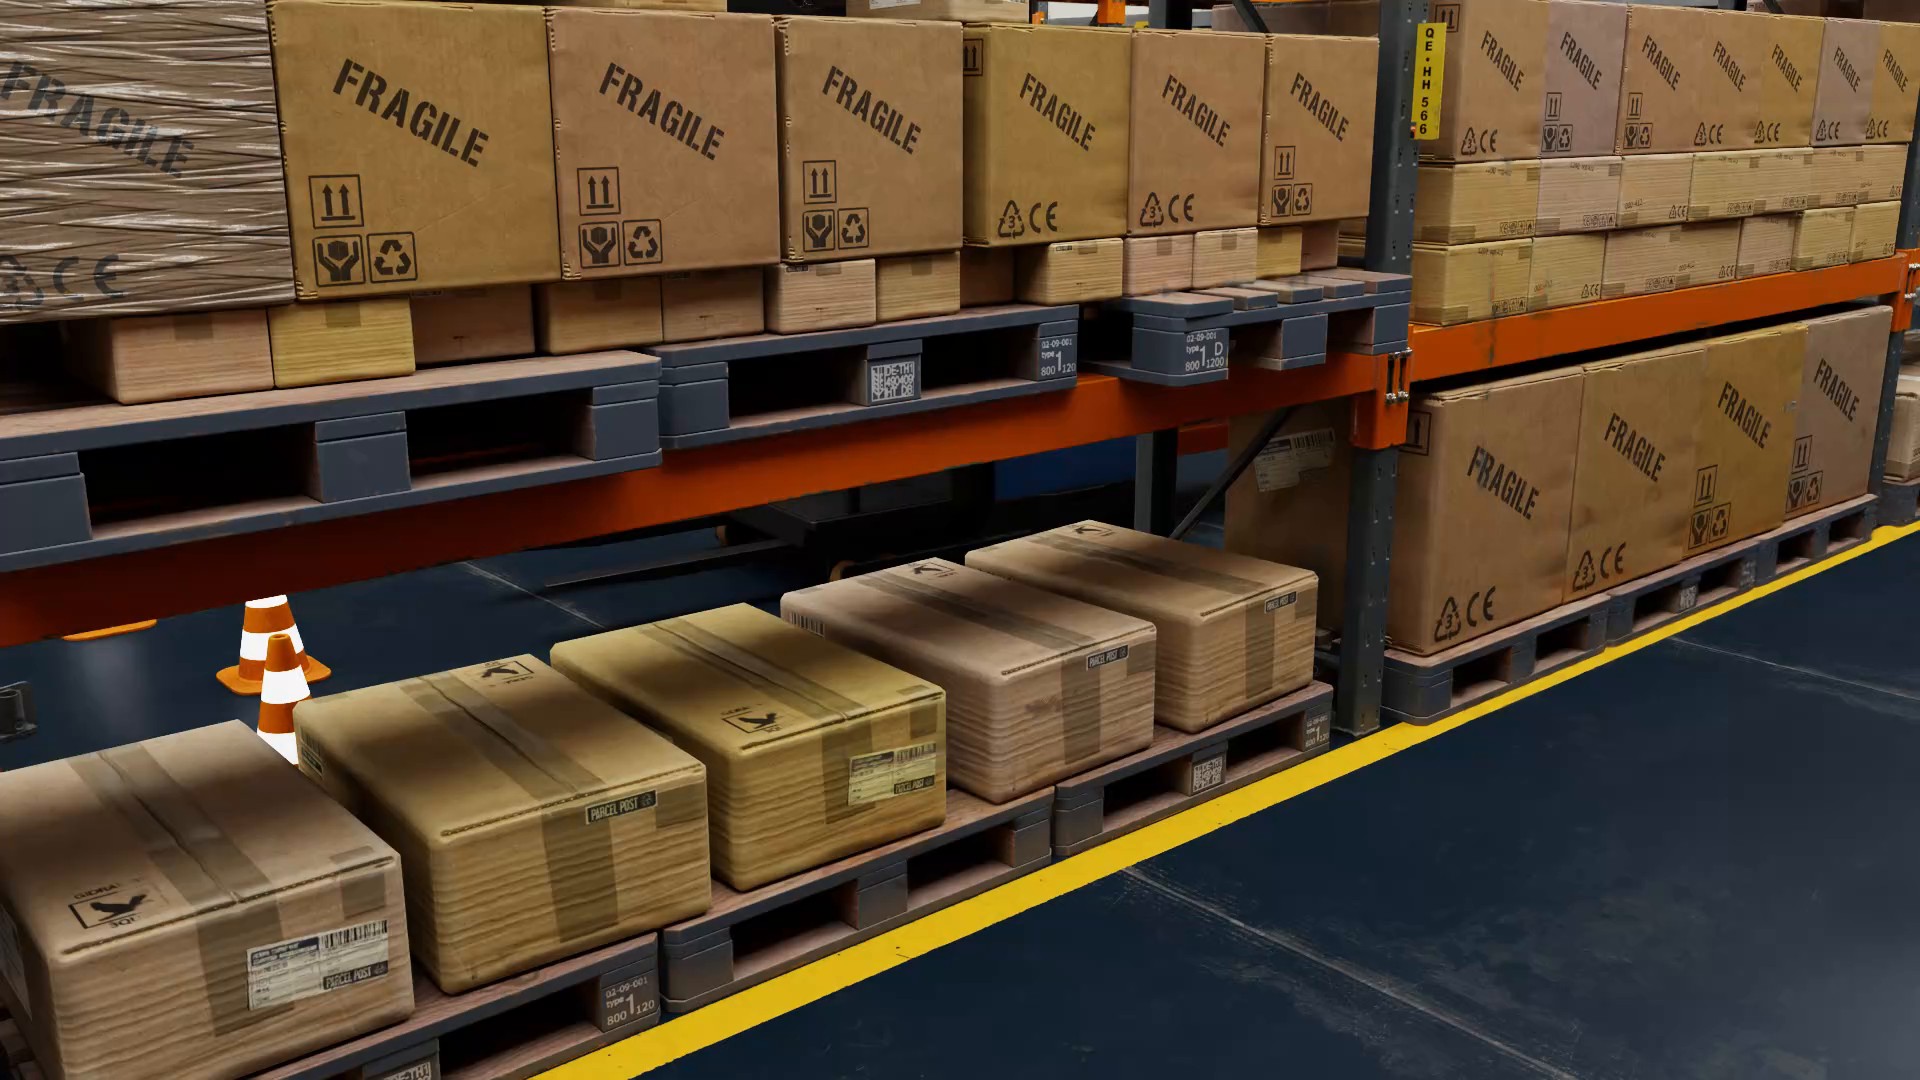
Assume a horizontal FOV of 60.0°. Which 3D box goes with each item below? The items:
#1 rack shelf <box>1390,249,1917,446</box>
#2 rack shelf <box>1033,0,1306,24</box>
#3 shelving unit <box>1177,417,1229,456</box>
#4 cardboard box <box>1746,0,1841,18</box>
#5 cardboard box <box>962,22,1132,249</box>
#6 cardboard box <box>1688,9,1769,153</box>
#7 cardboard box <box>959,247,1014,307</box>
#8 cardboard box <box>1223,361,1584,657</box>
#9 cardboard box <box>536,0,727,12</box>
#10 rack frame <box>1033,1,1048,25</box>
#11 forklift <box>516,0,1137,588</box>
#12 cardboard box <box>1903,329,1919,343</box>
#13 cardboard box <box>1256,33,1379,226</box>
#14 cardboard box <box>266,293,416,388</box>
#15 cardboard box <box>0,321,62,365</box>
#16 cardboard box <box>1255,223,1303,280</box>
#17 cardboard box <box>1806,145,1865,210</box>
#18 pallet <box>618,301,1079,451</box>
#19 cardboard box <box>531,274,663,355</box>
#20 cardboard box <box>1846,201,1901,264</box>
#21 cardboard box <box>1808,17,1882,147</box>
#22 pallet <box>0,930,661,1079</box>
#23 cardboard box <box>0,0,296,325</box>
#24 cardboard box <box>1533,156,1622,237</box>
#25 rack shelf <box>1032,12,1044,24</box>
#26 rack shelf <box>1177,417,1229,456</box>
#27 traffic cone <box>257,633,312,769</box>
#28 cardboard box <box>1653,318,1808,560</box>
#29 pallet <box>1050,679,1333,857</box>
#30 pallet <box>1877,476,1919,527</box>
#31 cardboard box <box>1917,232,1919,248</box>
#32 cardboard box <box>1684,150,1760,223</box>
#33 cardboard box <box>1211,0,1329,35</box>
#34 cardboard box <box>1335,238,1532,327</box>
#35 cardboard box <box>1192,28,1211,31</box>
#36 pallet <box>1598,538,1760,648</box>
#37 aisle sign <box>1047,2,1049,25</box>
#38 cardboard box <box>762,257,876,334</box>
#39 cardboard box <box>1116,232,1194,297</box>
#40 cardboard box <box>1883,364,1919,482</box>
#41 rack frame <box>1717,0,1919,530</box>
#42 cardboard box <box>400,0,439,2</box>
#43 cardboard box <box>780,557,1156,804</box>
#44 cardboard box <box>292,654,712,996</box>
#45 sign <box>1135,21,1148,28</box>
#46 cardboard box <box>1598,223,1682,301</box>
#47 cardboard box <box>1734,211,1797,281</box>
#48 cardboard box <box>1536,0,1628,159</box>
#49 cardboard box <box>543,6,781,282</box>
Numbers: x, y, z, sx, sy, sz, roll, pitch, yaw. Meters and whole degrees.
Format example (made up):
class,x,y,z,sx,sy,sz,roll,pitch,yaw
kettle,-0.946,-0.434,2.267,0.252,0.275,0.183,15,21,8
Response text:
class,x,y,z,sx,sy,sz,roll,pitch,yaw
rack shelf,2.502,-0.905,6.720,4.000,0.370,1.077,-13,19,-39
rack shelf,2.194,-3.978,12.413,4.000,0.370,1.077,-13,19,-39
shelving unit,1.209,-0.749,8.376,1.048,1.125,0.538,-10,18,-34
cardboard box,4.034,-2.550,8.097,0.250,0.149,0.380,-13,20,-40
cardboard box,0.070,-1.002,4.106,0.500,0.500,0.500,-14,21,-43
cardboard box,2.677,-1.737,6.307,0.500,0.500,0.500,-12,19,-38
cardboard box,-0.081,-0.675,4.136,0.250,0.149,0.380,-12,19,-39
cardboard box,1.569,-0.191,5.956,0.875,0.875,0.875,-13,20,-40
cardboard box,-0.685,-1.159,3.437,0.250,0.149,0.380,-11,19,-36
rack frame,0.523,-4.198,17.655,0.127,3.000,1.000,-13,19,-39
forklift,-0.510,-1.322,7.020,3.031,2.935,1.130,-10,18,-34
cardboard box,5.911,-0.946,9.631,0.875,0.438,0.875,-12,19,-38
cardboard box,0.833,-1.178,4.762,0.500,0.500,0.500,-13,20,-41
cardboard box,-1.206,-0.390,3.072,0.250,0.149,0.380,-12,19,-38
cardboard box,-1.817,-0.459,3.328,0.250,0.149,0.380,-12,19,-39
cardboard box,0.746,-0.835,4.735,0.250,0.149,0.380,-12,19,-39
cardboard box,3.466,-1.552,7.071,0.500,0.250,0.500,-12,19,-38
pallet,-0.473,-0.478,4.098,1.213,0.211,1.003,-13,19,-39
cardboard box,-0.820,-0.489,3.441,0.250,0.149,0.380,-12,19,-39
cardboard box,3.838,-1.394,7.447,0.500,0.250,0.500,-13,20,-41
cardboard box,3.453,-1.909,6.954,0.500,0.500,0.500,-12,19,-38
pallet,-1.438,0.979,3.677,1.213,0.211,1.003,-13,19,-39
cardboard box,-1.482,-0.655,2.805,0.500,0.500,0.500,-12,19,-38
cardboard box,1.928,-1.208,5.782,0.500,0.250,0.500,-12,19,-38
rack shelf,-0.986,-4.961,16.092,4.000,0.370,1.077,-13,19,-39
rack shelf,1.209,-0.513,8.439,1.000,0.278,0.538,-10,18,-34
traffic cone,-2.008,0.507,4.956,0.334,0.463,0.336,-13,19,-39
cardboard box,2.919,-0.493,7.086,0.875,0.875,0.875,-12,19,-38
pallet,0.403,0.565,5.224,1.213,0.211,1.003,-13,19,-39
pallet,4.636,-0.358,8.681,1.213,0.211,1.003,-13,19,-39
cardboard box,4.537,-1.668,7.990,0.500,0.500,0.500,-12,19,-38
cardboard box,2.704,-1.373,6.401,0.500,0.250,0.500,-12,19,-38
cardboard box,1.212,-1.584,5.735,0.500,0.500,0.500,-13,20,-41
cardboard box,1.528,-0.875,5.505,0.500,0.250,0.500,-13,20,-40
cardboard box,1.567,-3.333,11.707,0.500,0.500,0.500,-13,20,-41
pallet,2.558,0.109,6.933,1.213,0.211,1.003,-13,19,-39
aisle sign,0.774,-5.408,17.147,0.004,0.787,0.394,-13,19,-39
cardboard box,-0.398,-0.565,3.727,0.250,0.149,0.380,-12,19,-37
cardboard box,0.390,-0.742,4.389,0.250,0.149,0.380,-14,20,-42
cardboard box,4.555,-0.642,8.492,0.875,0.438,0.875,-13,20,-40
rack frame,4.011,-1.591,7.896,0.127,3.000,1.000,-13,19,-39
cardboard box,-1.313,-1.186,3.537,0.250,0.149,0.380,-13,20,-41
cardboard box,0.009,0.373,4.819,0.625,0.372,0.950,-13,20,-40
cardboard box,-1.090,0.619,3.900,0.625,0.372,0.950,-11,19,-36
sign,0.627,-1.581,5.612,0.005,0.325,0.100,-13,19,-39
cardboard box,2.303,-1.054,6.172,0.500,0.250,0.500,-12,19,-38
cardboard box,3.060,-1.226,6.819,0.500,0.250,0.500,-13,20,-41
cardboard box,1.894,-1.567,5.673,0.500,0.500,0.500,-13,19,-39
cardboard box,-0.723,-0.821,3.427,0.500,0.500,0.500,-13,20,-40
